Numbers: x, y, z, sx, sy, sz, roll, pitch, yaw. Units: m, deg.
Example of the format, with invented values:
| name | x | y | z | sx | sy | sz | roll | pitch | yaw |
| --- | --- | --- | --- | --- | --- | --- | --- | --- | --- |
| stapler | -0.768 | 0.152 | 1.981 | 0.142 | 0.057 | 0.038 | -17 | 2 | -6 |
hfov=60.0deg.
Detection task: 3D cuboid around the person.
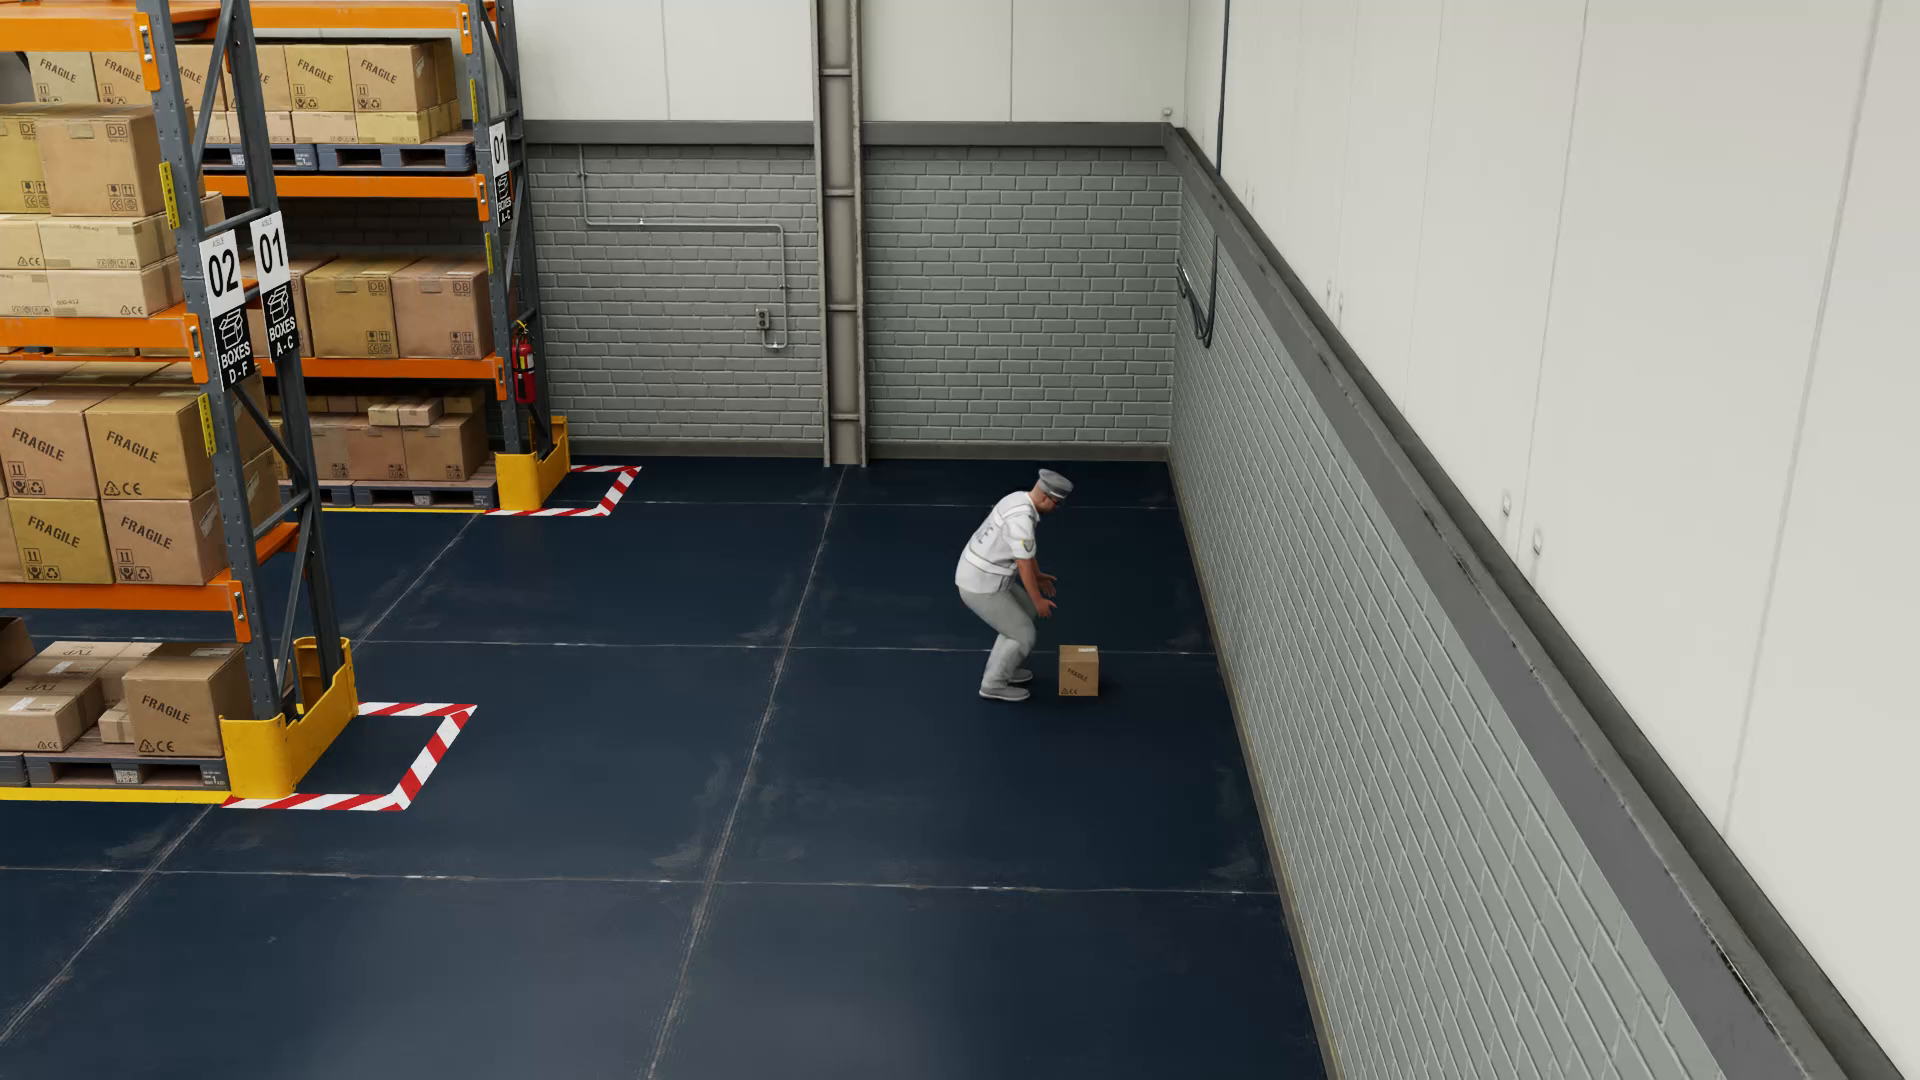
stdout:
| name | x | y | z | sx | sy | sz | roll | pitch | yaw |
| --- | --- | --- | --- | --- | --- | --- | --- | --- | --- |
| person | 0.344 | 0.267 | 10.739 | 0.751 | 1.496 | 0.588 | 1 | 21 | 2 |
